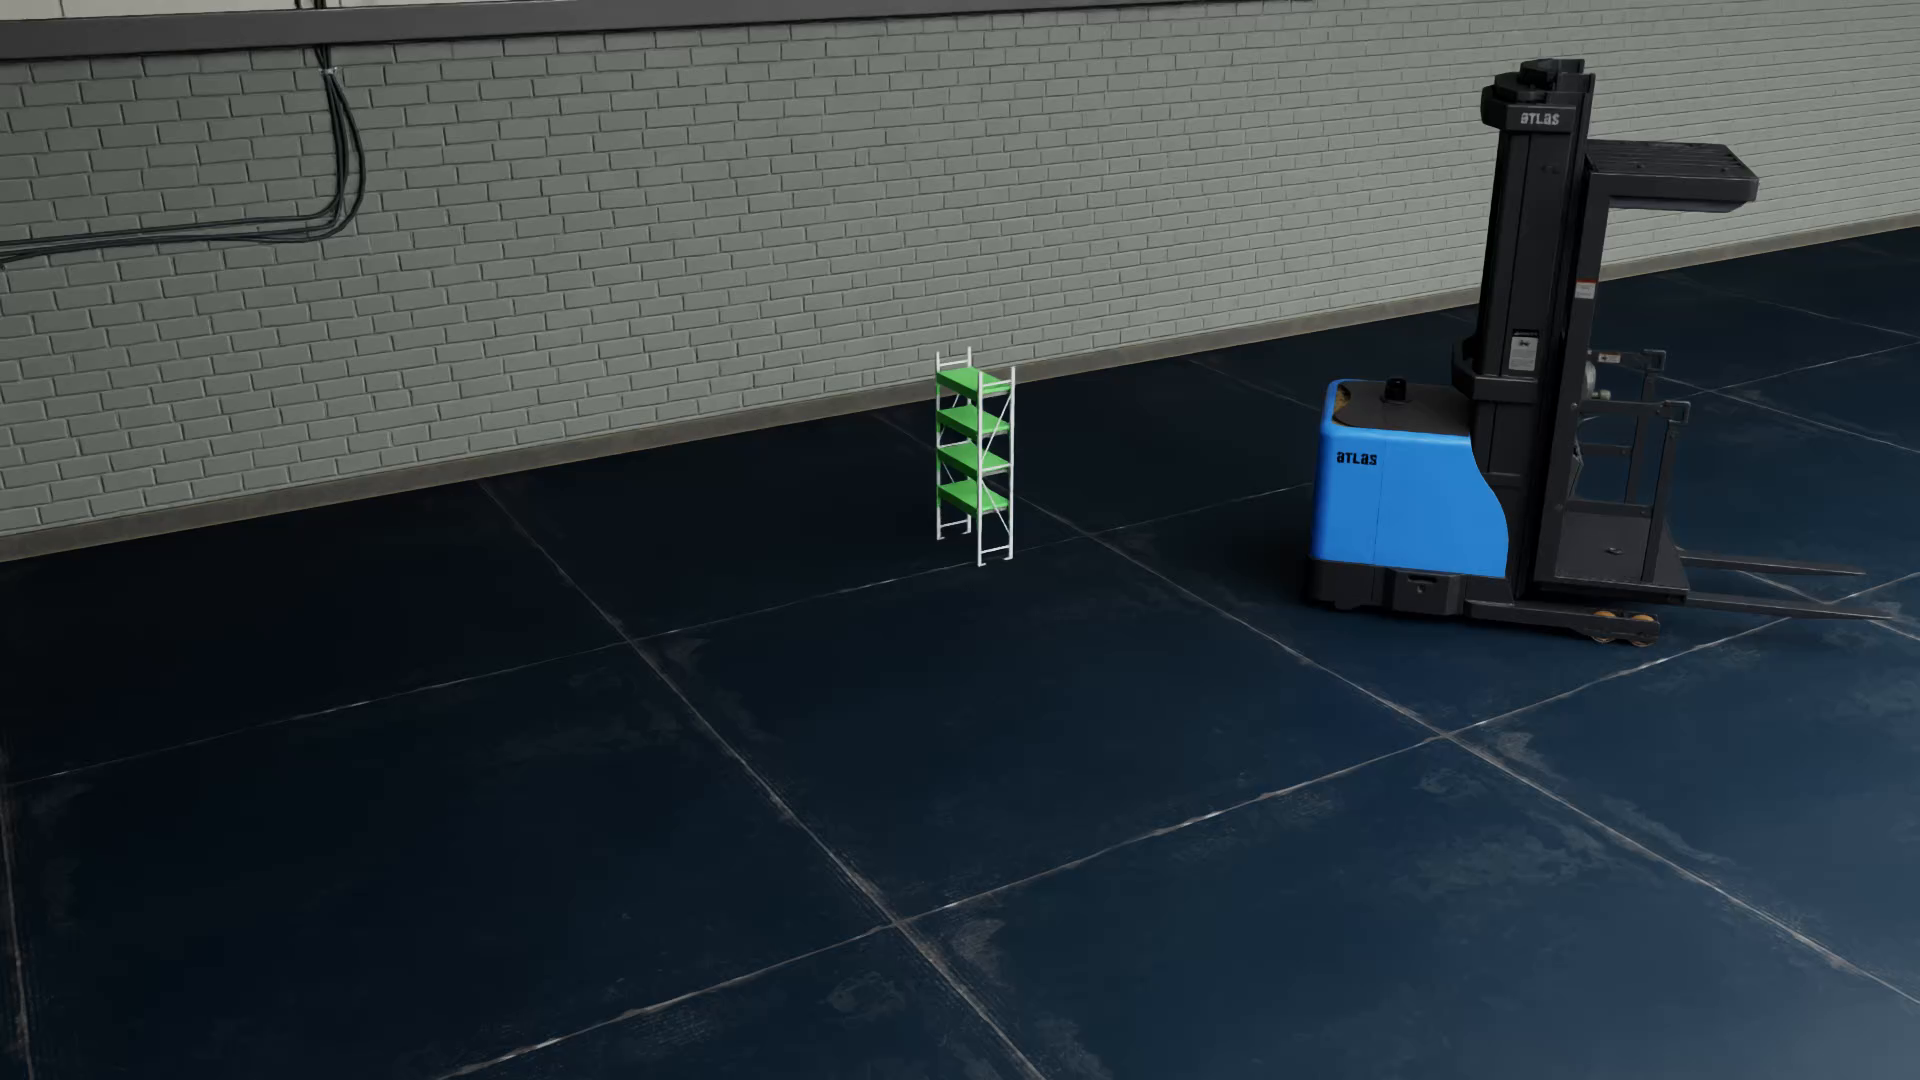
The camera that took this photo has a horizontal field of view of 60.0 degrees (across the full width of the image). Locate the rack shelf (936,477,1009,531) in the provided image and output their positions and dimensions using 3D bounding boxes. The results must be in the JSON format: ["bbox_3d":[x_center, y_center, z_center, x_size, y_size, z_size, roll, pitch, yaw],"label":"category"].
[{"bbox_3d":[0.085,-0.221,10.068,0.258,0.148,0.480,-13,25,-28],"label":"rack shelf"}]

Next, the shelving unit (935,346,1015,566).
[{"bbox_3d":[0.085,-0.502,9.954,0.258,1.200,0.503,-13,25,-28],"label":"shelving unit"}]

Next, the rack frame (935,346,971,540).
[{"bbox_3d":[-0.040,-0.581,10.148,0.240,1.200,0.015,-13,25,-28],"label":"rack frame"}]

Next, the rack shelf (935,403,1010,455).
[{"bbox_3d":[0.085,-0.665,9.887,0.258,0.148,0.480,-13,25,-28],"label":"rack shelf"}]

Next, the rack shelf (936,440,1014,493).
[{"bbox_3d":[0.085,-0.443,9.978,0.258,0.148,0.480,-13,25,-28],"label":"rack shelf"}]

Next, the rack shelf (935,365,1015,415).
[{"bbox_3d":[0.085,-0.888,9.797,0.258,0.148,0.480,-13,25,-28],"label":"rack shelf"}]

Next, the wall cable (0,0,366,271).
[{"bbox_3d":[-5.001,-2.753,9.259,3.097,2.526,0.112,-13,25,-28],"label":"wall cable"}]

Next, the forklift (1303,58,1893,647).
[{"bbox_3d":[3.510,-1.008,8.900,3.031,2.935,1.130,6,23,14],"label":"forklift"}]

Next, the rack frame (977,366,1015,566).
[{"bbox_3d":[0.209,-0.423,9.759,0.240,1.200,0.015,-13,25,-28],"label":"rack frame"}]
